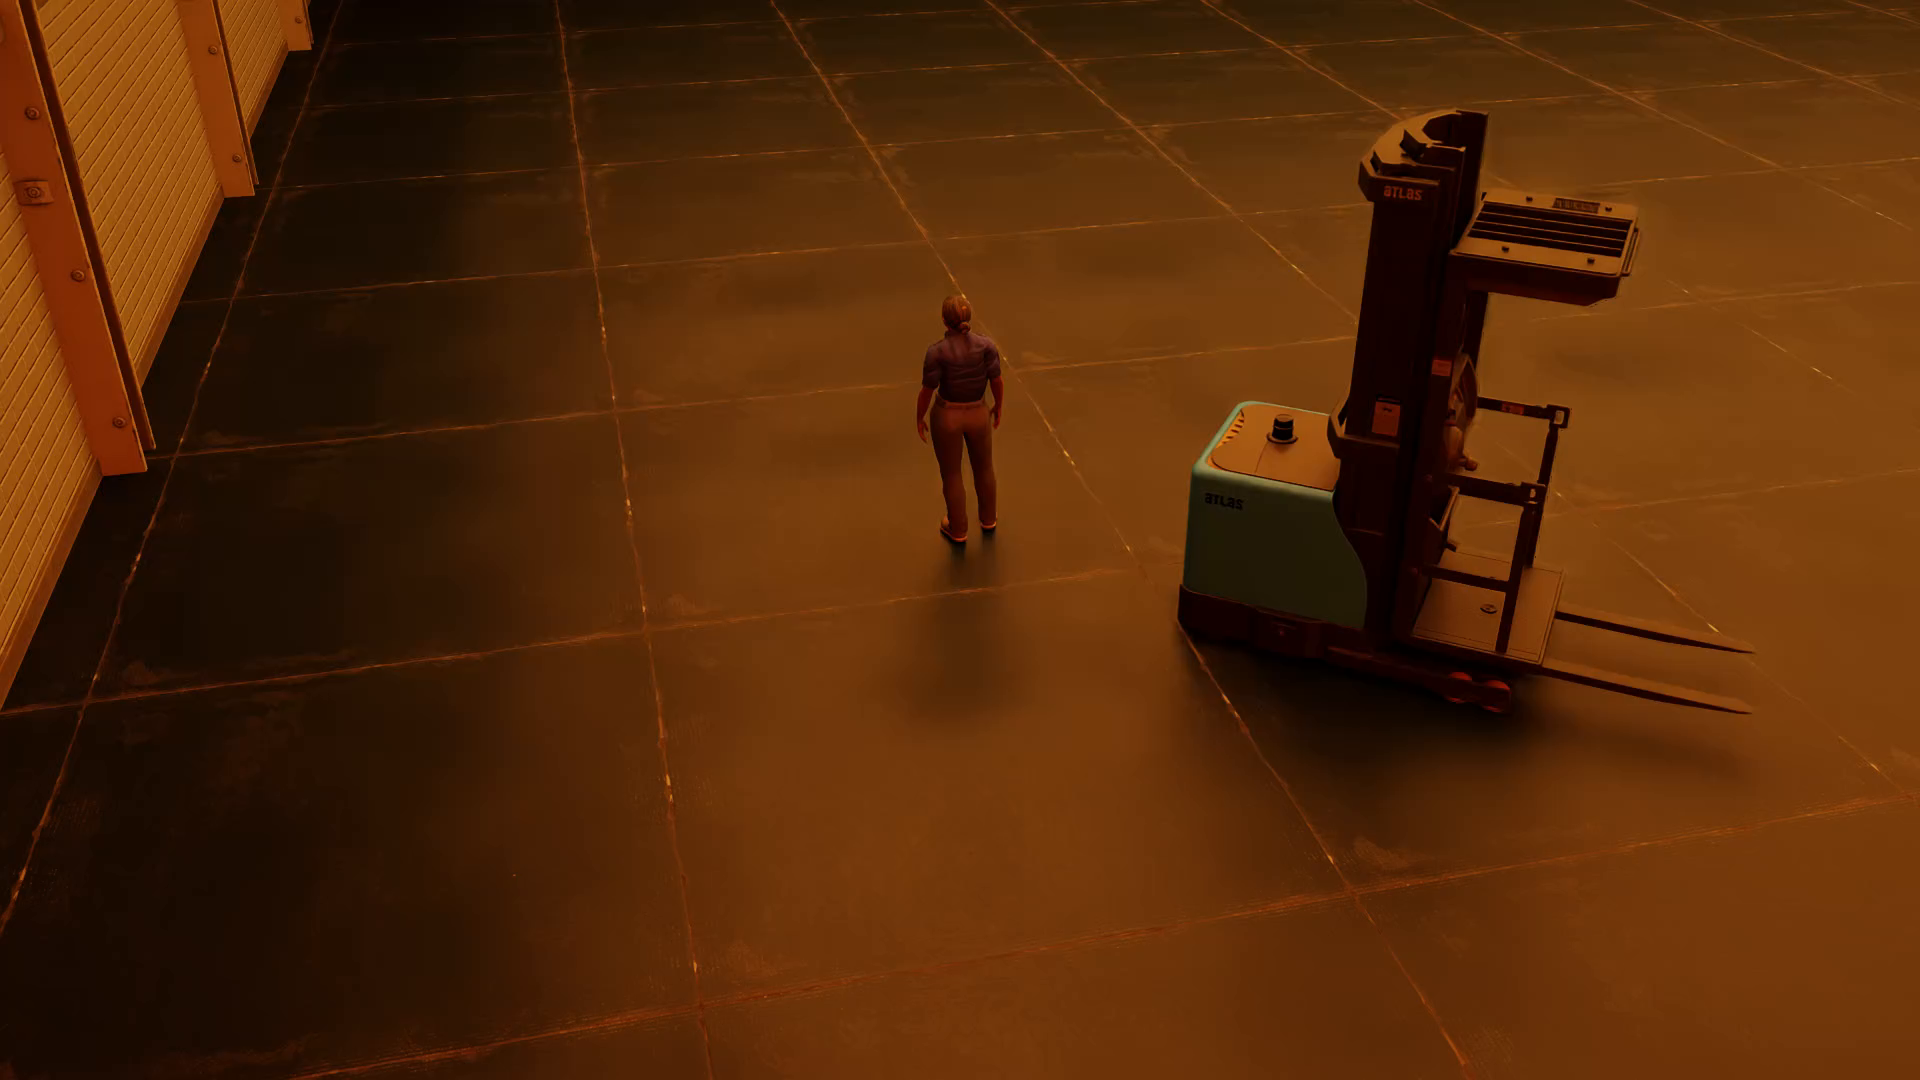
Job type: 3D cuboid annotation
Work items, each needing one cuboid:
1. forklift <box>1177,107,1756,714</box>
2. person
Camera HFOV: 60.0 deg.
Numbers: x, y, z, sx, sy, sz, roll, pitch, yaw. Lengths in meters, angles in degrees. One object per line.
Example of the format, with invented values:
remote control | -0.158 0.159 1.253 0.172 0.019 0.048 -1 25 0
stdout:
forklift | 2.814 -0.652 8.701 3.031 2.935 1.130 13 32 21
person | -0.001 -0.767 10.160 0.570 1.654 0.504 -7 31 -12
